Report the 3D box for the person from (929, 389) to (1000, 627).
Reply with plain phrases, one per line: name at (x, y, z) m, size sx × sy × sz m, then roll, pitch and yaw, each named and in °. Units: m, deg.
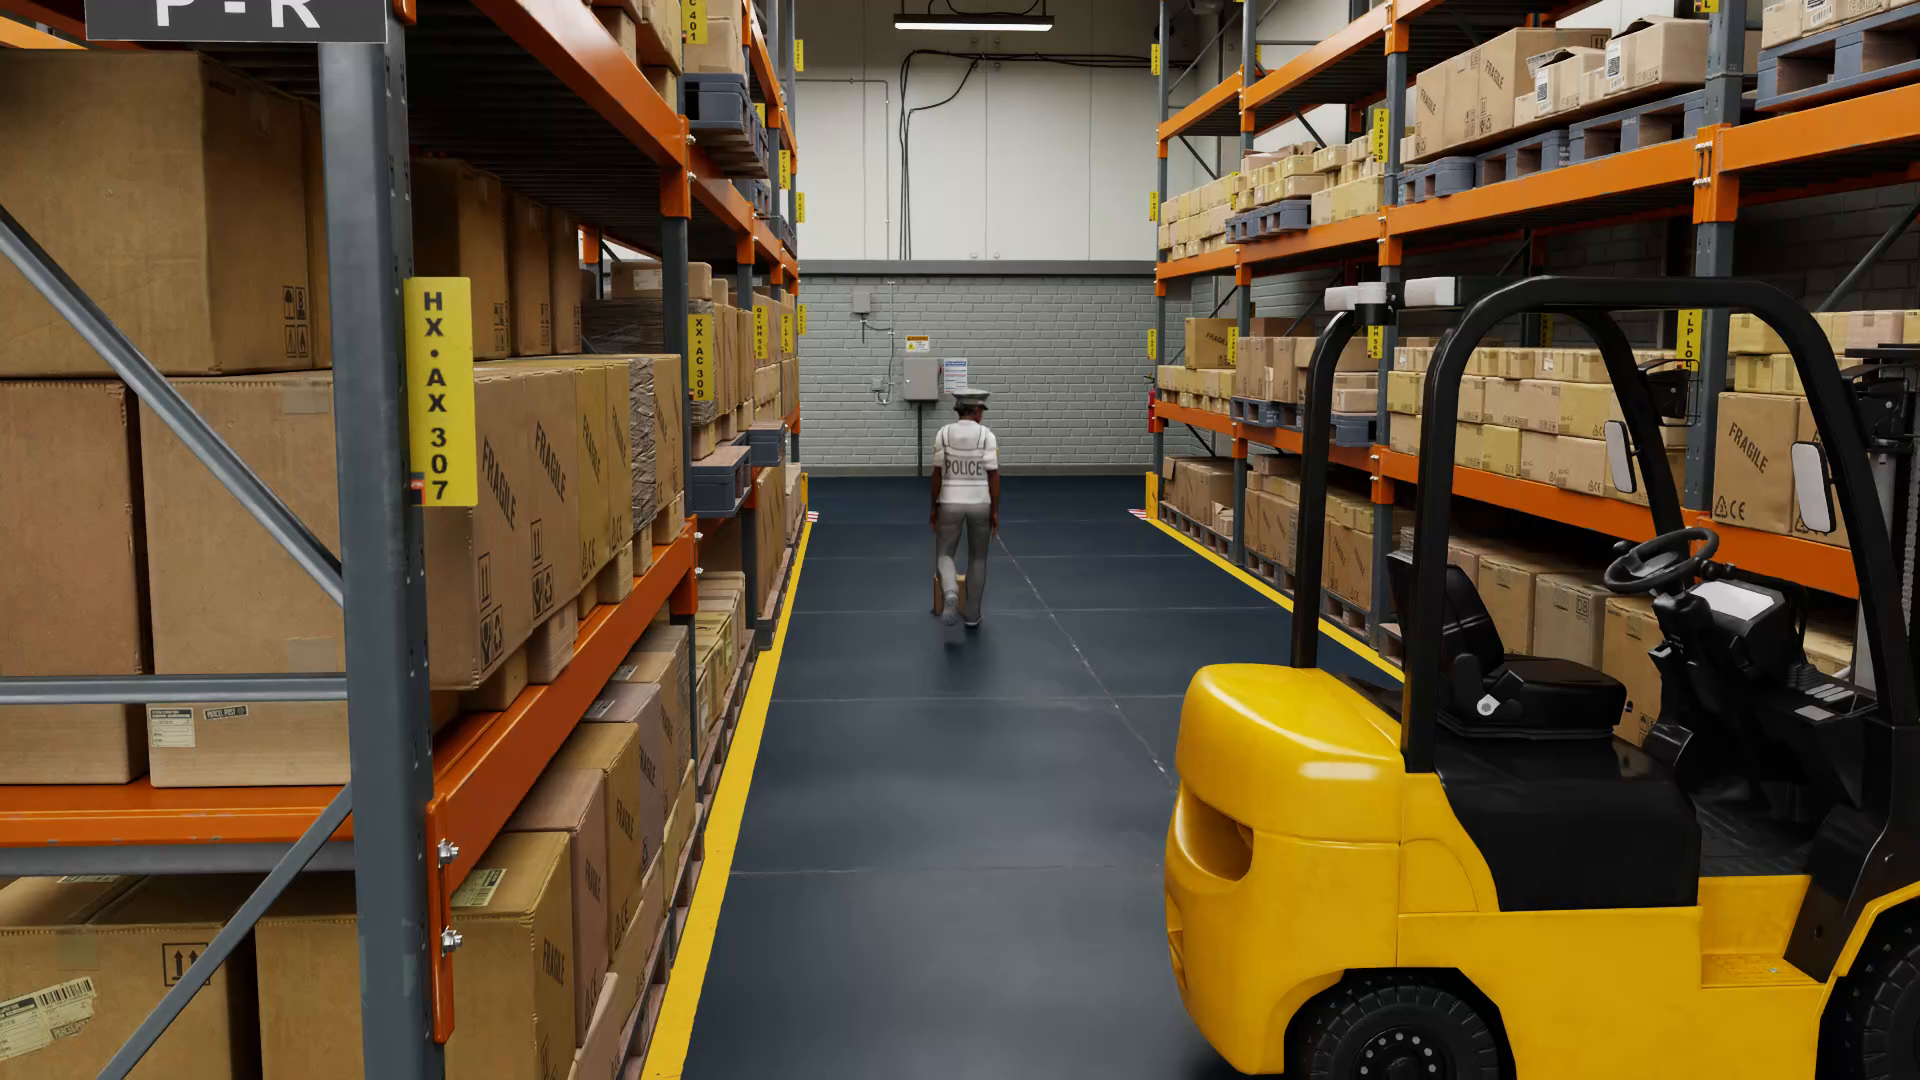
person at (0.030, -0.205, 11.349) m, size 0.486 × 1.640 × 0.734 m, roll 0°, pitch 7°, yaw 4°
